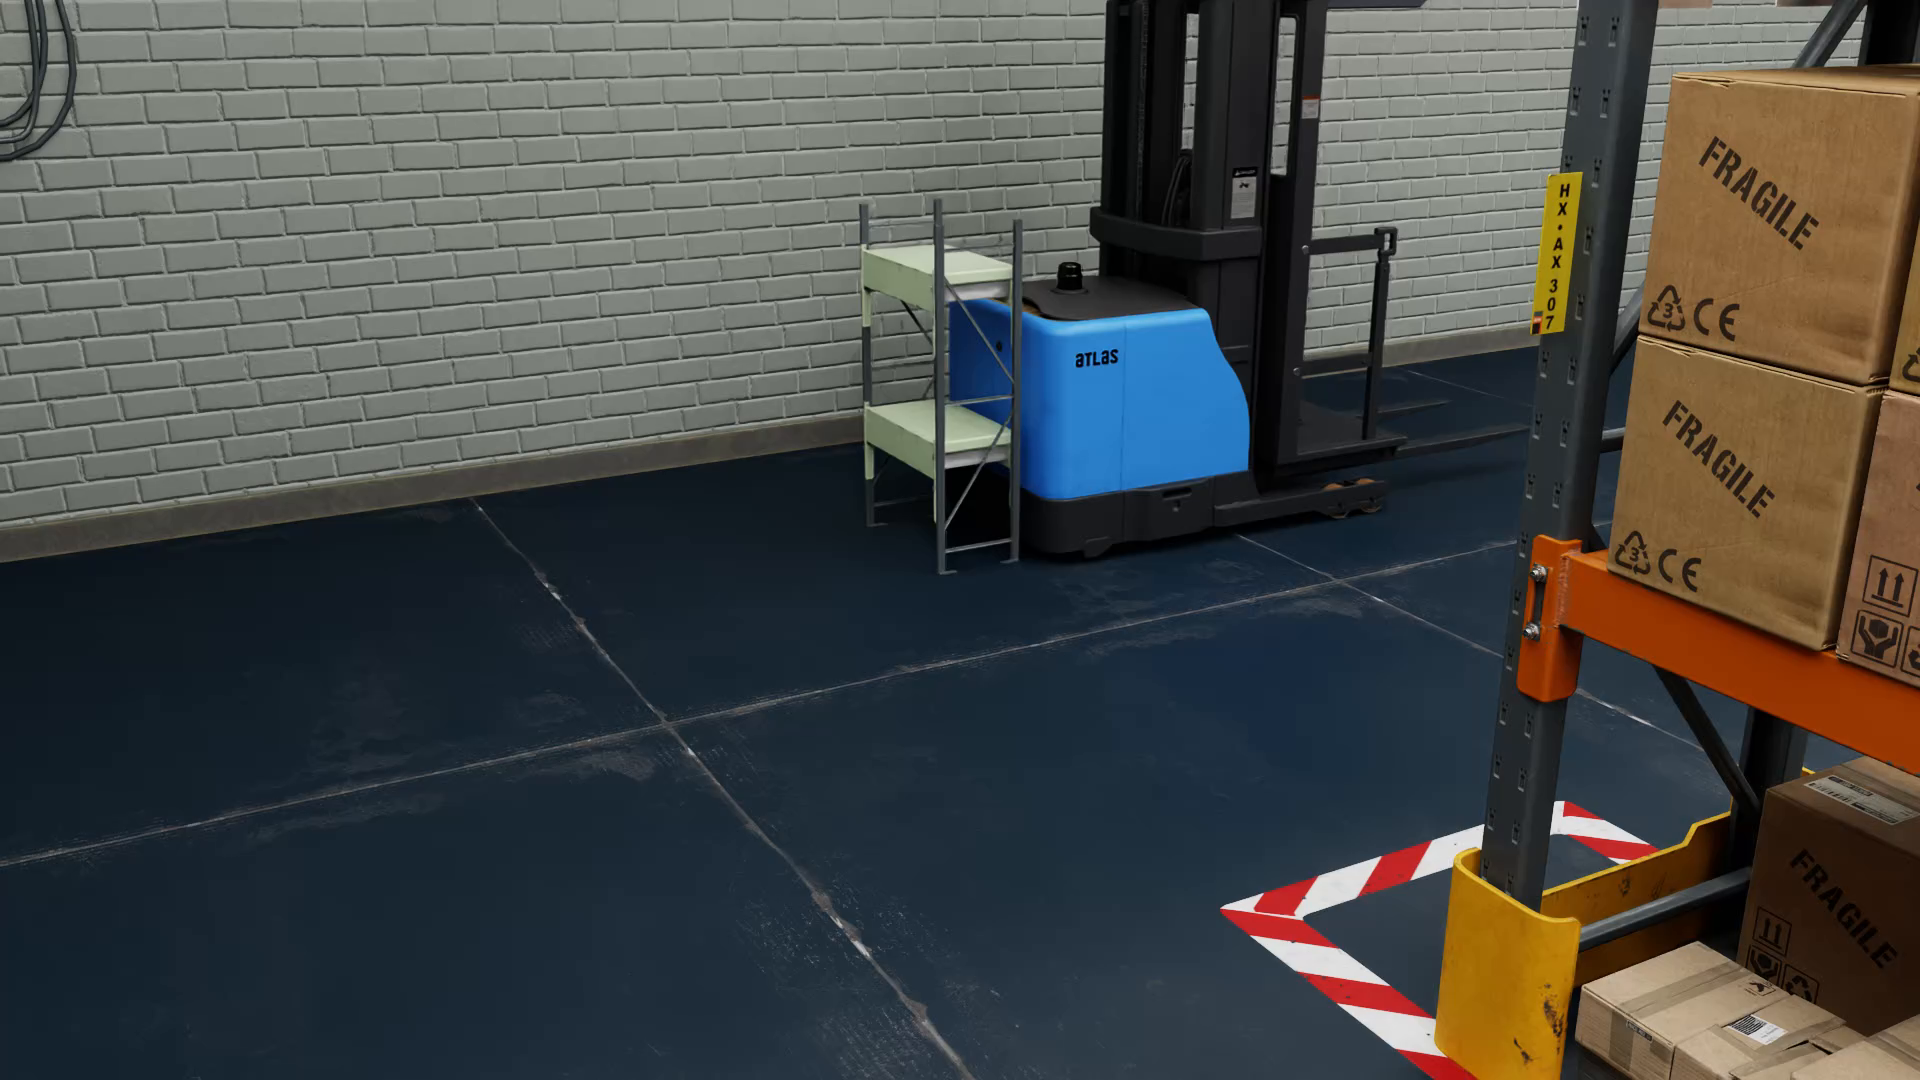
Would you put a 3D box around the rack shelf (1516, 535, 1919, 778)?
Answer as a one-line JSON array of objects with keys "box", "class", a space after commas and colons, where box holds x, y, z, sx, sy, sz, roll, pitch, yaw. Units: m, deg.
[{"box": [2.647, 0.656, 2.234, 1.077, 0.370, 4.000, -10, 21, -27], "class": "rack shelf"}]

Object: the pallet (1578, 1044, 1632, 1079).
[{"box": [2.113, 1.311, 3.510, 1.003, 0.211, 1.213, -10, 21, -27], "class": "pallet"}]

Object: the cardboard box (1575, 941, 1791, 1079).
[{"box": [1.594, 1.055, 3.672, 0.380, 0.149, 0.250, -10, 21, -27], "class": "cardboard box"}]

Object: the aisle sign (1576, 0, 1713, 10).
[{"box": [1.406, -1.461, 3.282, 0.394, 0.787, 0.004, -10, 21, -27], "class": "aisle sign"}]

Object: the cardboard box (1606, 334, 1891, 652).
[{"box": [1.676, -0.137, 3.277, 0.500, 0.500, 0.500, -9, 21, -26], "class": "cardboard box"}]

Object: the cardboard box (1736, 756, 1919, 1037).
[{"box": [2.172, 0.833, 3.775, 0.500, 0.500, 0.500, -10, 21, -27], "class": "cardboard box"}]

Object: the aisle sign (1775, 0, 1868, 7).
[{"box": [1.934, -1.554, 3.551, 0.394, 0.787, 0.004, -10, 21, -27], "class": "aisle sign"}]

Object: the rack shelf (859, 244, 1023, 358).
[{"box": [-0.092, -1.061, 7.211, 0.431, 0.370, 0.720, -10, 21, -26], "class": "rack shelf"}]

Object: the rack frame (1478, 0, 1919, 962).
[{"box": [1.697, -0.258, 3.781, 1.000, 3.000, 0.127, -10, 21, -27], "class": "rack frame"}]

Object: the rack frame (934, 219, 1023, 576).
[{"box": [0.078, -0.587, 7.032, 0.400, 1.500, 0.023, -10, 21, -26], "class": "rack frame"}]

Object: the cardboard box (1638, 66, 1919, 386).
[{"box": [1.676, -0.610, 3.114, 0.500, 0.500, 0.500, -9, 21, -25], "class": "cardboard box"}]

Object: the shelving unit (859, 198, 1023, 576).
[{"box": [-0.091, -0.692, 7.338, 0.431, 1.500, 0.755, -10, 21, -26], "class": "shelving unit"}]

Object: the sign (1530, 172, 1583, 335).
[{"box": [1.220, -0.583, 3.396, 0.100, 0.325, 0.005, -10, 21, -27], "class": "sign"}]

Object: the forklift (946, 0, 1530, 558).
[{"box": [1.482, -1.627, 7.854, 3.031, 2.935, 1.130, -10, 21, -26], "class": "forklift"}]

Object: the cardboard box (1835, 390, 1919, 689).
[{"box": [1.925, 0.010, 2.850, 0.500, 0.500, 0.500, -10, 22, -27], "class": "cardboard box"}]

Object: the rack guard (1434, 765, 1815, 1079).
[{"box": [1.733, 0.945, 4.125, 1.175, 0.500, 0.348, -10, 21, -27], "class": "rack guard"}]

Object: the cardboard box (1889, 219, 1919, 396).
[{"box": [1.931, -0.461, 2.683, 0.500, 0.500, 0.500, -10, 21, -26], "class": "cardboard box"}]

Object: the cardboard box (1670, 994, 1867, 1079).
[{"box": [1.712, 1.118, 3.461, 0.380, 0.166, 0.250, -10, 21, -27], "class": "cardboard box"}]

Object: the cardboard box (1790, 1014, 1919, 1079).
[{"box": [1.943, 1.177, 3.162, 0.500, 0.250, 0.500, -10, 21, -27], "class": "cardboard box"}]

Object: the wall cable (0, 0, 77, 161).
[{"box": [-5.032, -2.537, 5.948, 3.097, 2.526, 0.112, -10, 21, -27], "class": "wall cable"}]

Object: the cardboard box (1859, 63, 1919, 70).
[{"box": [2.150, -0.693, 3.355, 0.500, 0.500, 0.500, -10, 22, -27], "class": "cardboard box"}]

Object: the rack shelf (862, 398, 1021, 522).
[{"box": [-0.091, -0.384, 7.445, 0.431, 0.370, 0.720, -10, 21, -26], "class": "rack shelf"}]

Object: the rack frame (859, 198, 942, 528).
[{"box": [-0.261, -0.798, 7.645, 0.400, 1.500, 0.023, -10, 21, -26], "class": "rack frame"}]
